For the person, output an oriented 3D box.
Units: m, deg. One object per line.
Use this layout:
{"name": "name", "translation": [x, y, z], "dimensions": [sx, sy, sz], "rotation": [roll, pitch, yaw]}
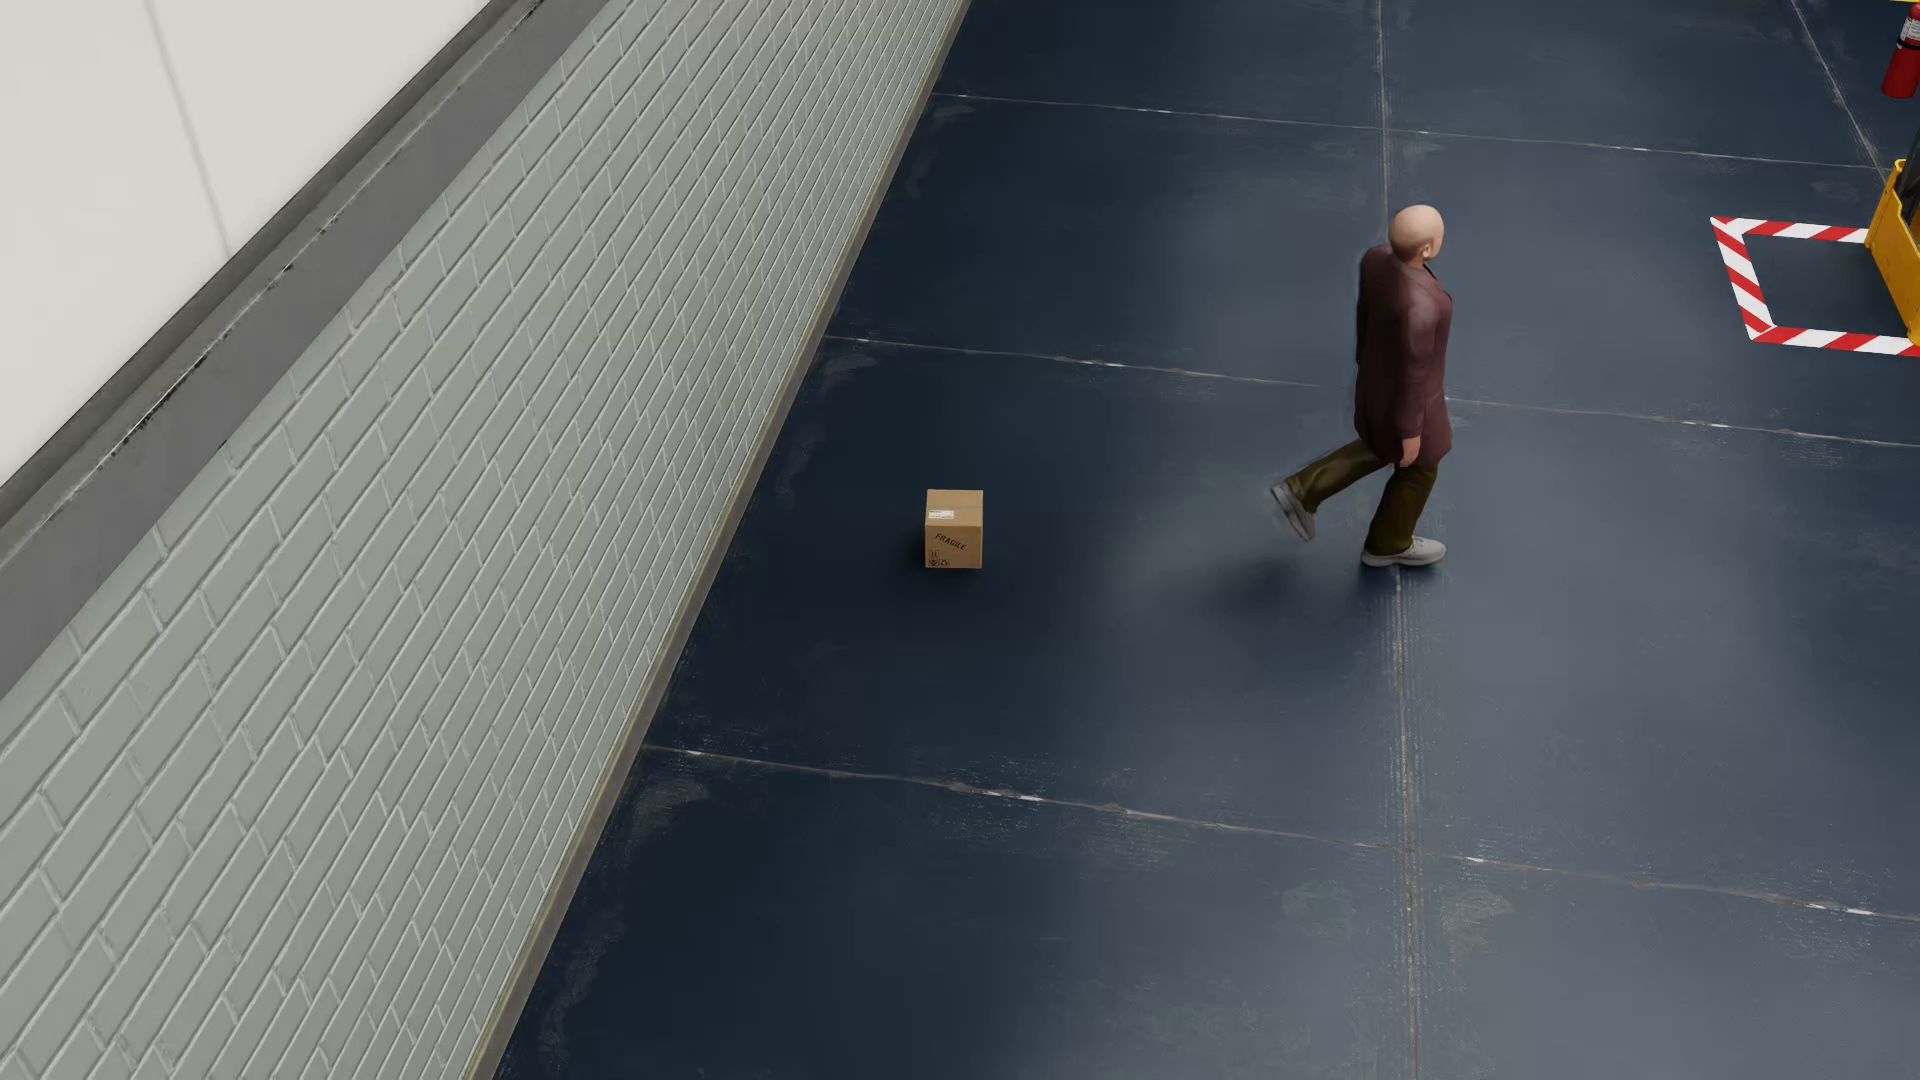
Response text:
{"name": "person", "translation": [1.758, -0.605, 6.865], "dimensions": [0.773, 1.753, 0.602], "rotation": [-7, 41, -9]}
